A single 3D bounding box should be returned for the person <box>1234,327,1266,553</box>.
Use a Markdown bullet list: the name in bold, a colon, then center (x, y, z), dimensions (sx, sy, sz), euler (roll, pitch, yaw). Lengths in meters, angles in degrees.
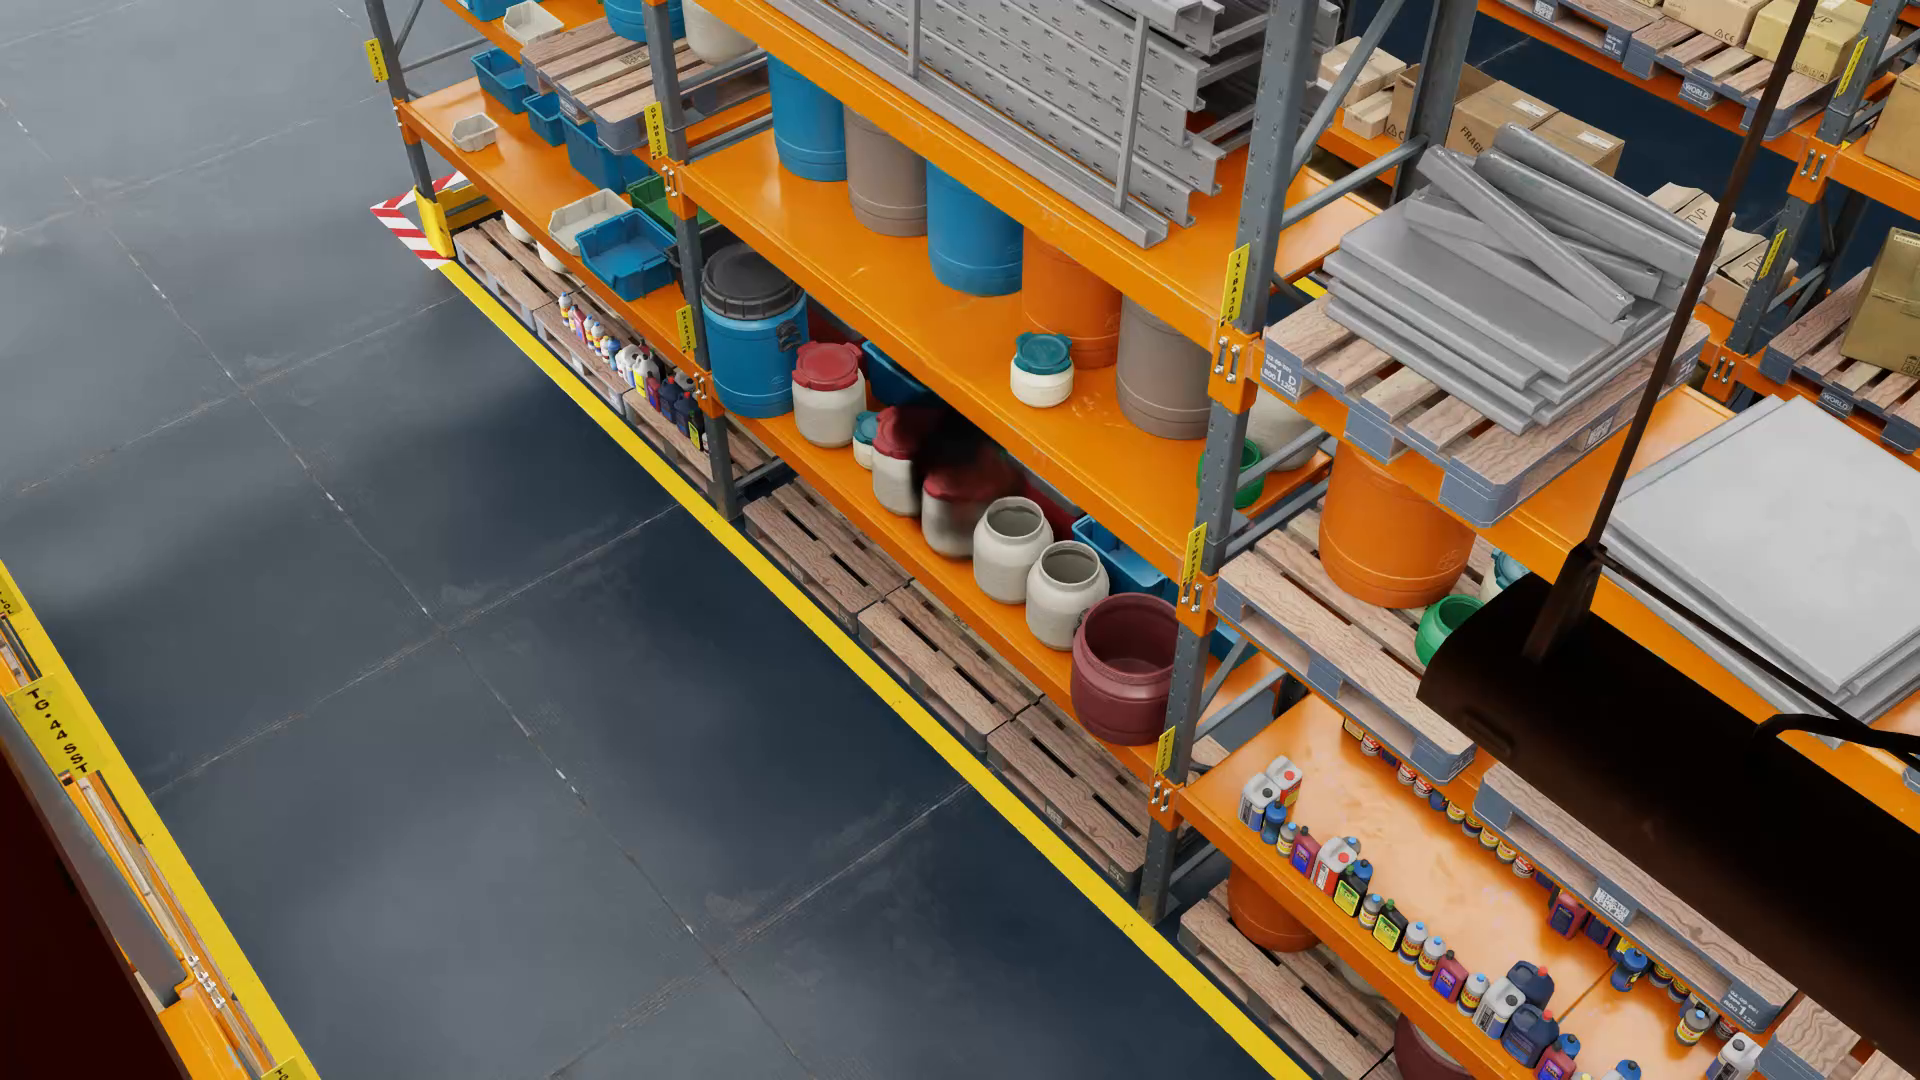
- **person**: center (1.685, -0.531, 9.917), dimensions (0.662, 1.753, 0.718), euler (-29, 53, -24)
